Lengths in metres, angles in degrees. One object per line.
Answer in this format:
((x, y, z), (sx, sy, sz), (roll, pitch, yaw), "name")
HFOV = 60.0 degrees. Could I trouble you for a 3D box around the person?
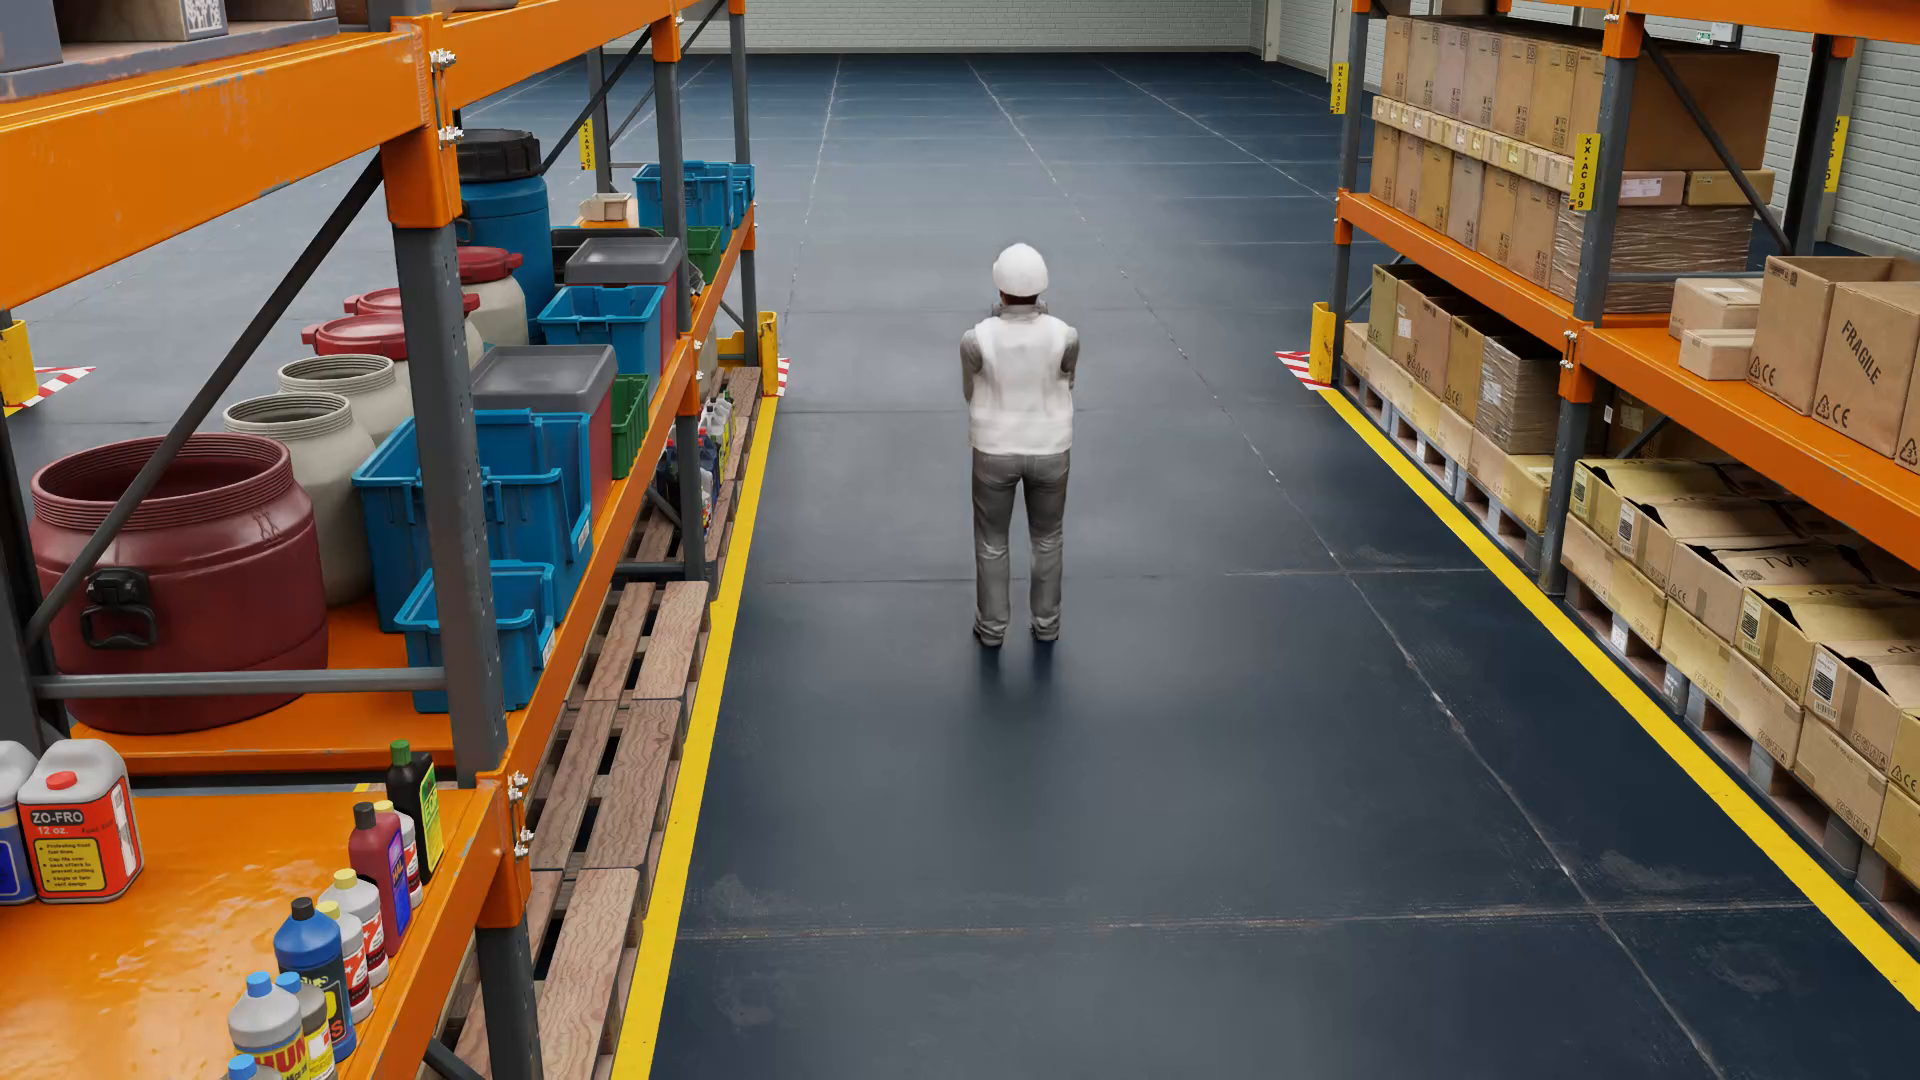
((0.250, -0.416, 7.165), (0.509, 1.773, 0.540), (-1, 20, -3), "person")
